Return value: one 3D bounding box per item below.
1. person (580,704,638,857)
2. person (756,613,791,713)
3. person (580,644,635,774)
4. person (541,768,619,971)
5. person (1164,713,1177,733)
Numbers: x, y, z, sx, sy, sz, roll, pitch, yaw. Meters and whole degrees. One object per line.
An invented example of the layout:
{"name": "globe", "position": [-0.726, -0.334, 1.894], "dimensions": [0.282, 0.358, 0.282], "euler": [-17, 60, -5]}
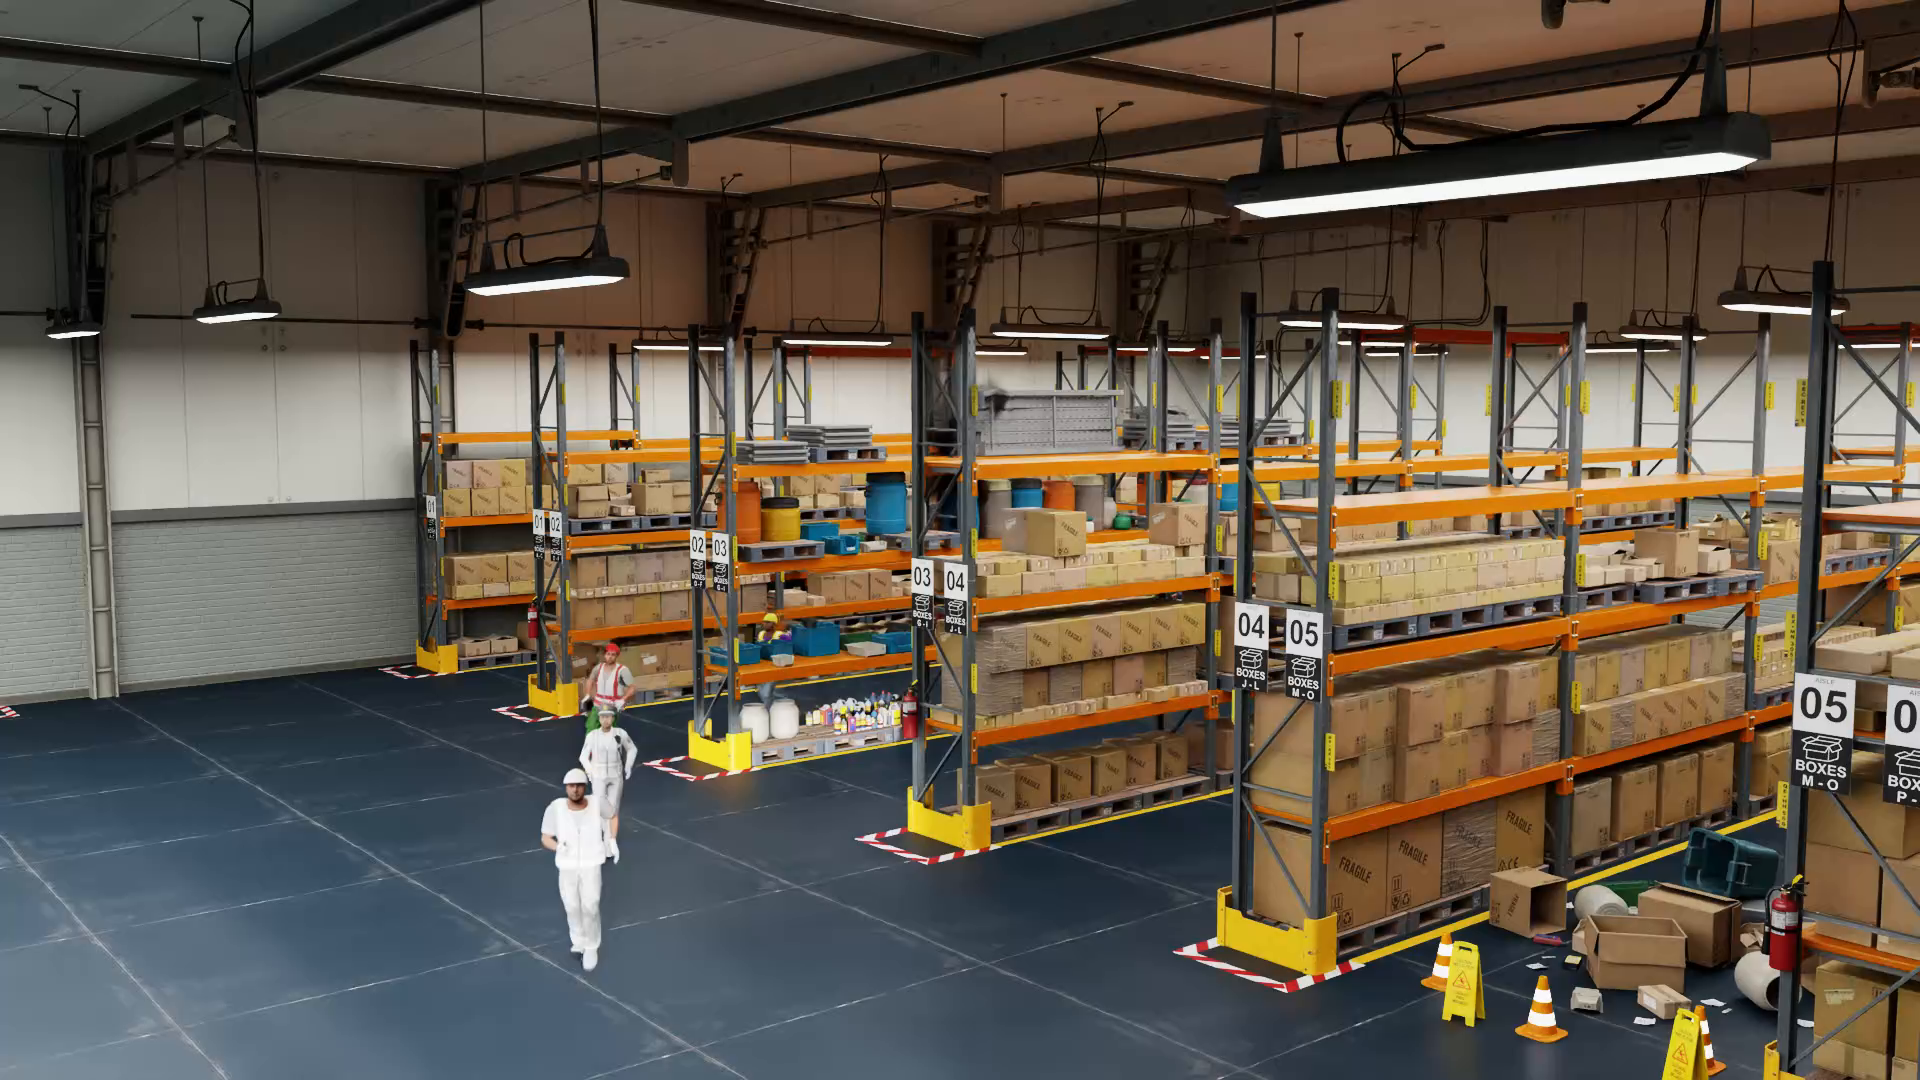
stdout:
{"name": "person", "position": [-3.902, 2.636, 18.504], "dimensions": [0.633, 1.657, 0.773], "euler": [-1, 5, -11]}
{"name": "person", "position": [-2.852, 1.976, 25.274], "dimensions": [0.698, 1.743, 0.778], "euler": [3, 6, 31]}
{"name": "person", "position": [-4.714, 2.250, 22.385], "dimensions": [0.705, 1.744, 0.664], "euler": [1, 5, 15]}
{"name": "person", "position": [-3.371, 2.917, 14.767], "dimensions": [0.657, 1.809, 0.822], "euler": [-1, 5, -7]}
{"name": "person", "position": [2.911, 2.087, 23.834], "dimensions": [0.688, 1.814, 0.755], "euler": [5, 7, 43]}
